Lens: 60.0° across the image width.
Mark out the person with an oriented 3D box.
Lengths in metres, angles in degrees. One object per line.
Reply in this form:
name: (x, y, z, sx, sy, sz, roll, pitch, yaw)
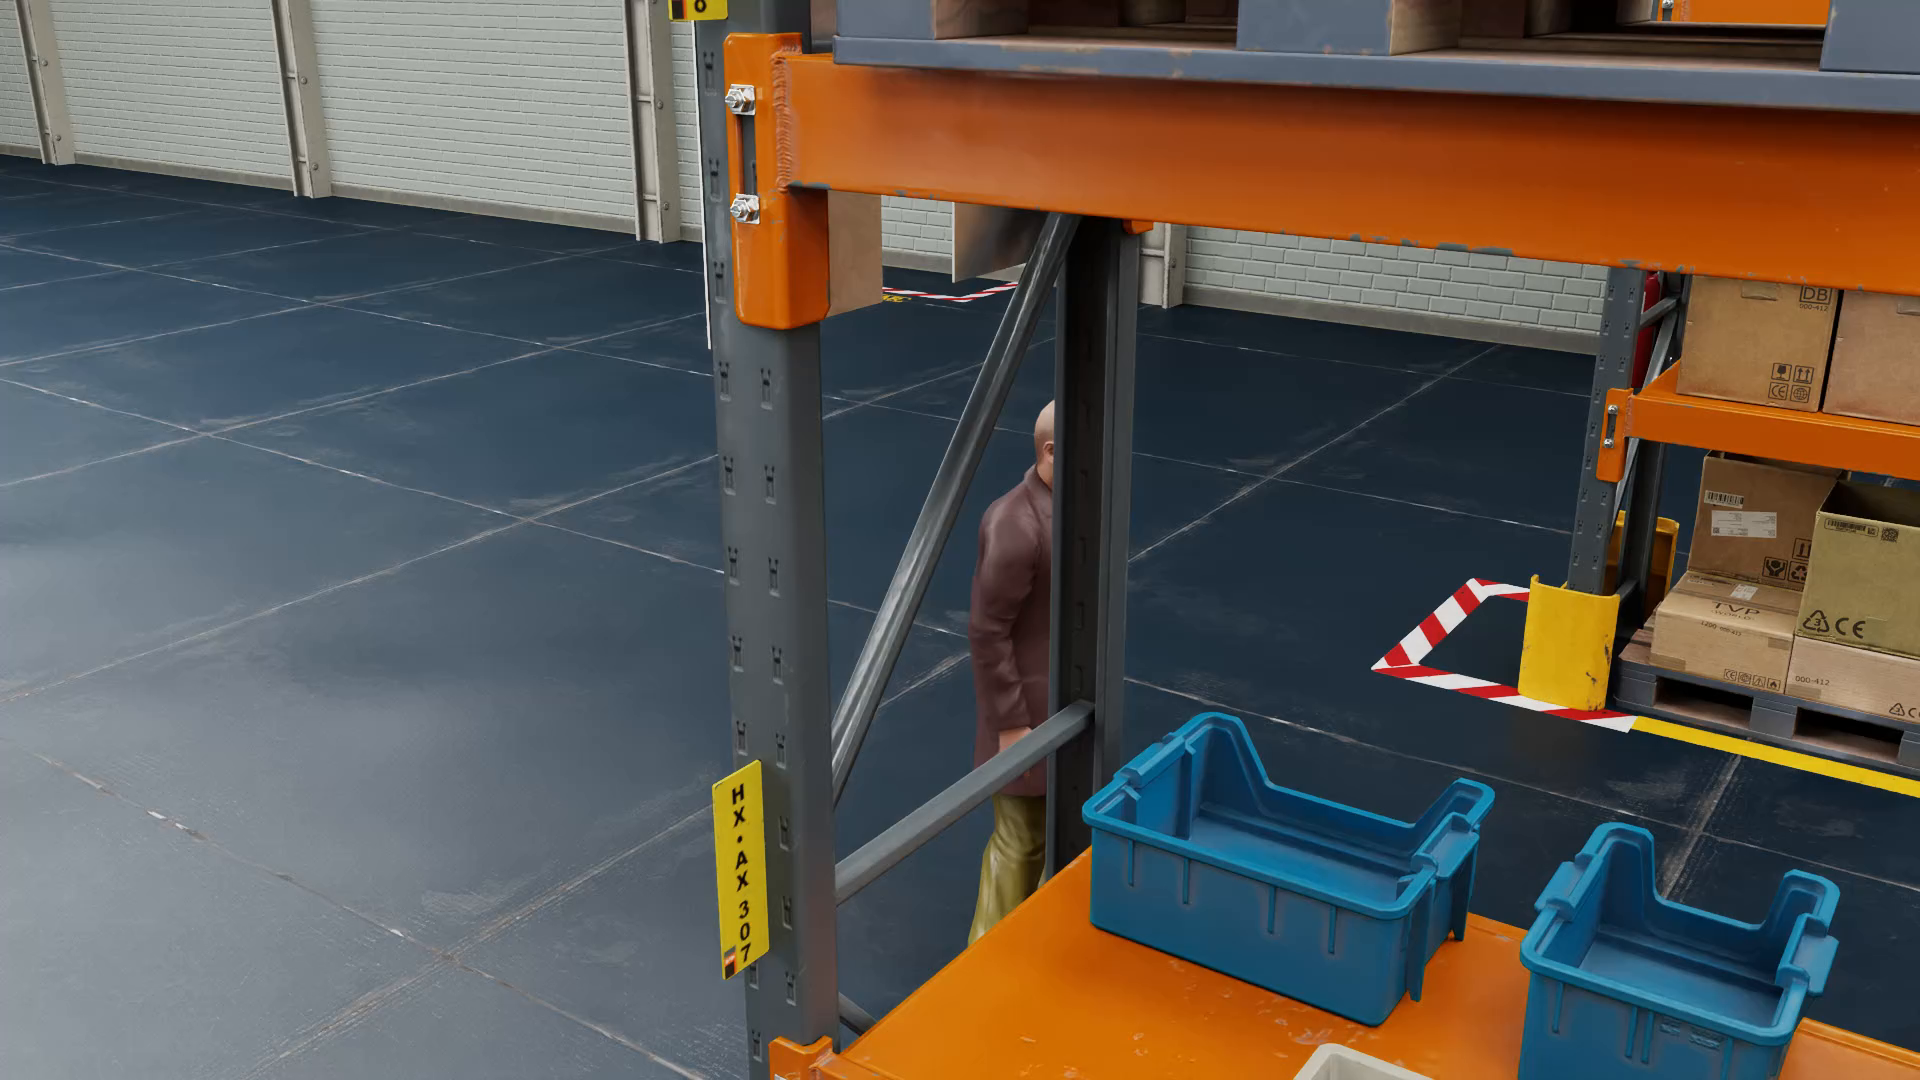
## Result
person: (0.252, 0.451, 4.820, 0.419, 1.775, 0.655, 12, 23, 30)
